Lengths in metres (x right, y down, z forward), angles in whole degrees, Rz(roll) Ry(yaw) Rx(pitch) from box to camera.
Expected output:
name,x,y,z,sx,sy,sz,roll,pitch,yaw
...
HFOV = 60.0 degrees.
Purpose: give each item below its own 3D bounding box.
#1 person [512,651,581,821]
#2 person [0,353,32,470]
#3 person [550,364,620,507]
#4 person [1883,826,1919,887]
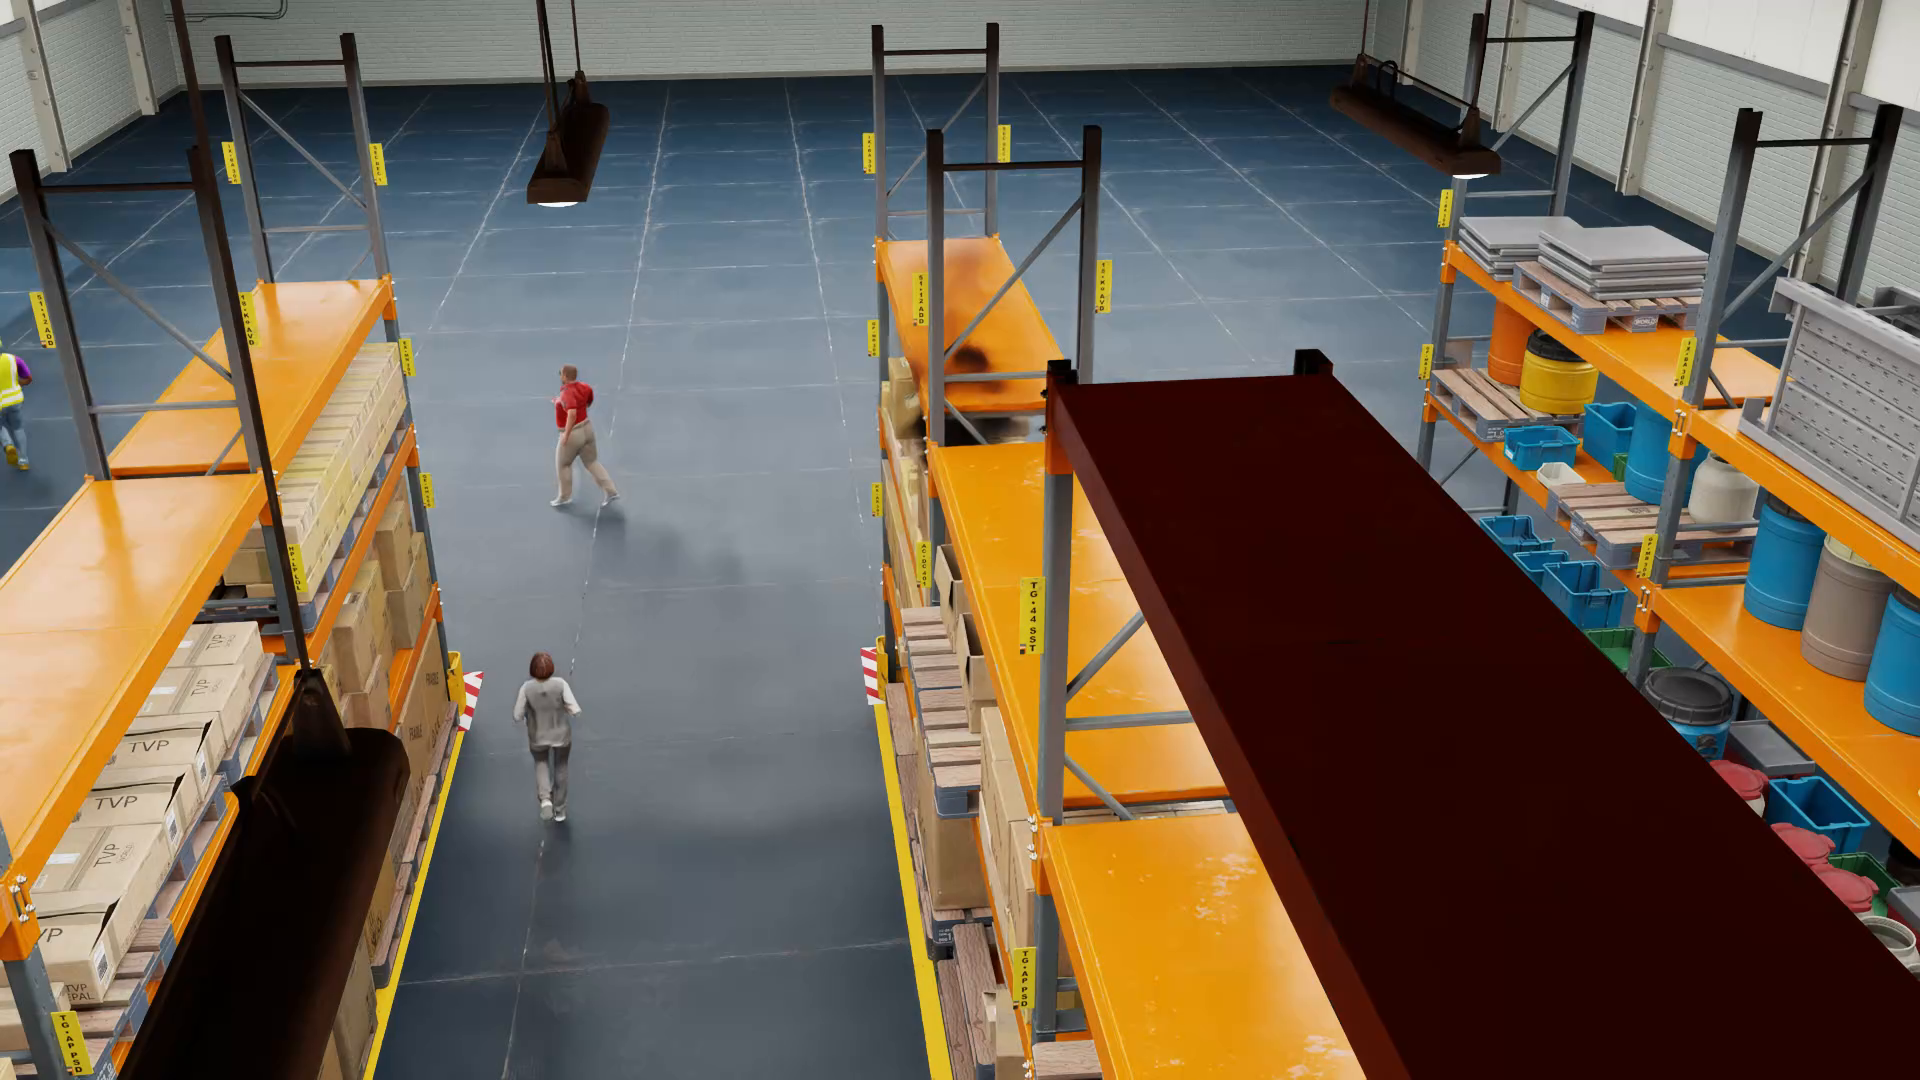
name,x,y,z,sx,sy,sz,roll,pitch,yaw
person,-3.300,1.576,13.388,0.532,1.550,0.559,-5,26,-11
person,-11.520,-1.673,20.025,0.700,1.723,0.582,-22,33,-38
person,-4.328,-1.152,18.886,0.909,1.763,0.681,13,29,26
person,6.810,2.246,11.828,0.703,1.694,0.542,-1,26,-3
